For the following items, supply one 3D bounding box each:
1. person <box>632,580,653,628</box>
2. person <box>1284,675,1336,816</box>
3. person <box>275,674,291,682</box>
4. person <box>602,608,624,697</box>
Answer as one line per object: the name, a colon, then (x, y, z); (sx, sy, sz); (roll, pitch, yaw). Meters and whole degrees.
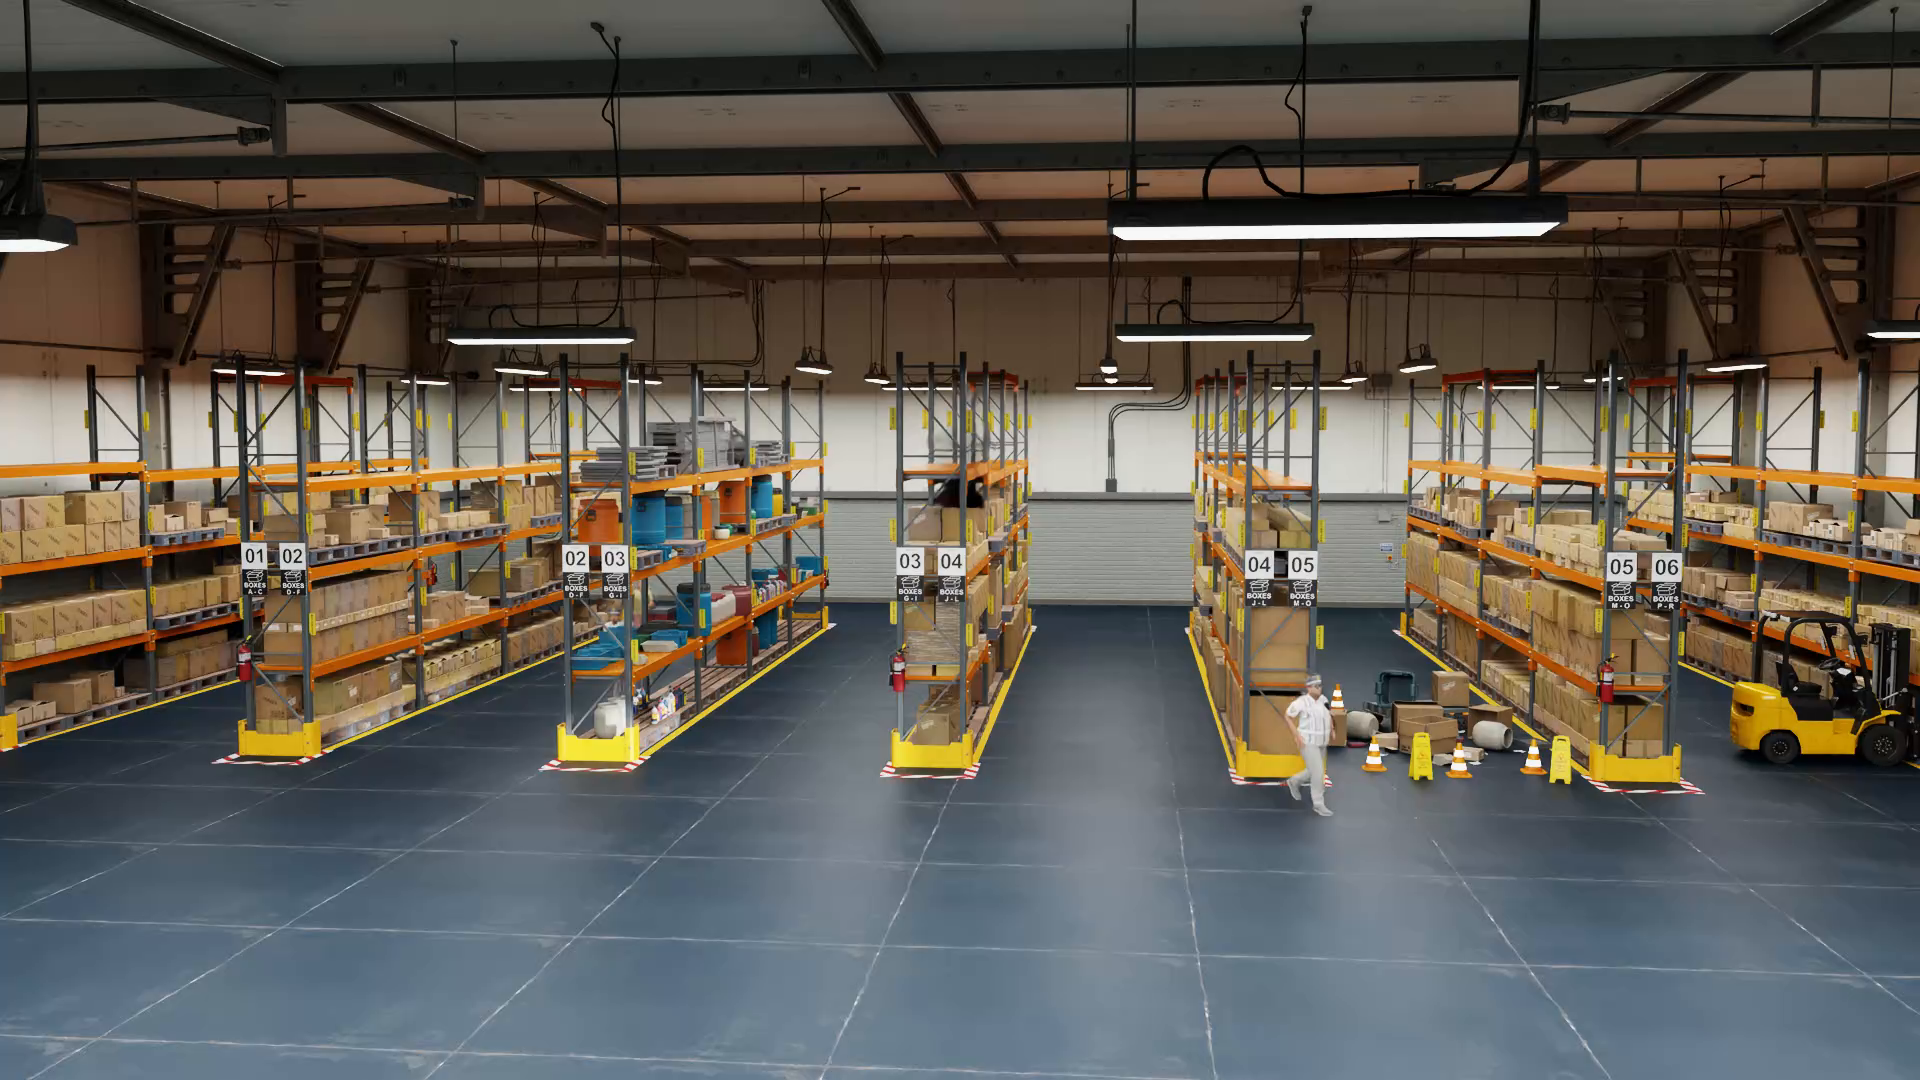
person: (-6.870, 1.624, 35.769); (0.549, 1.659, 0.656); (-1, 4, -12)
person: (4.526, 2.607, 21.445); (0.674, 1.781, 0.855); (-3, 5, -37)
person: (-11.807, 2.126, 29.164); (0.640, 1.626, 0.548); (0, 4, 3)
person: (-6.191, 2.038, 30.004); (0.602, 1.688, 0.880); (0, 4, 2)
